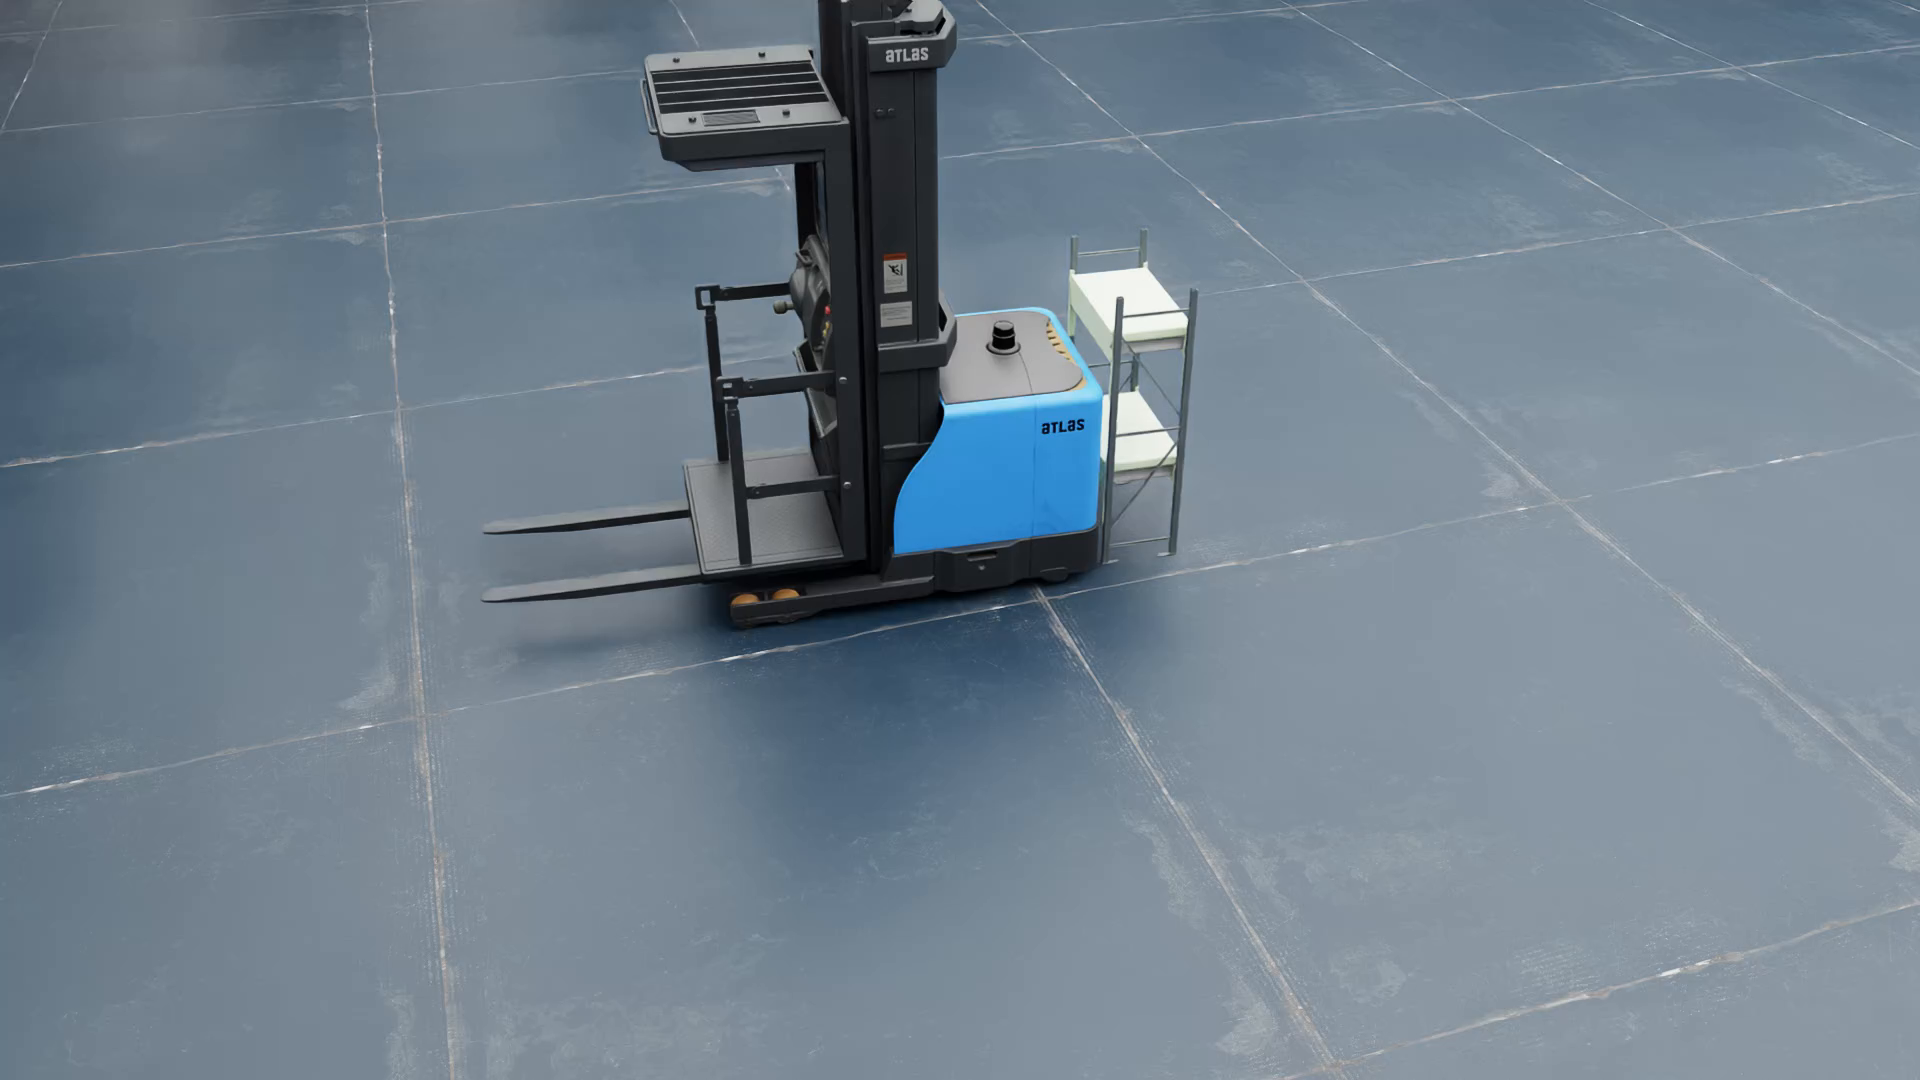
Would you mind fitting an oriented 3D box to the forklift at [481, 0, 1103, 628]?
[{"bbox_3d":[-0.875,-1.113,7.775,3.031,2.935,1.130,-7,34,-11],"label":"forklift"}]

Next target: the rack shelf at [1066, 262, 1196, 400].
[{"bbox_3d":[0.838,-1.050,8.271,0.431,0.370,0.720,-8,34,-11],"label":"rack shelf"}]

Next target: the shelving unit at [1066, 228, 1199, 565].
[{"bbox_3d":[0.838,-0.725,8.486,0.431,1.500,0.755,-8,34,-11],"label":"shelving unit"}]

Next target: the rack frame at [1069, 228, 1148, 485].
[{"bbox_3d":[0.753,-0.921,8.783,0.400,1.500,0.023,-8,34,-11],"label":"rack frame"}]

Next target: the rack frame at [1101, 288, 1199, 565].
[{"bbox_3d":[0.923,-0.528,8.189,0.400,1.500,0.023,-8,34,-11],"label":"rack frame"}]

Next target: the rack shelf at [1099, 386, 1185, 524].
[{"bbox_3d":[0.838,-0.453,8.666,0.431,0.370,0.720,-8,34,-11],"label":"rack shelf"}]
